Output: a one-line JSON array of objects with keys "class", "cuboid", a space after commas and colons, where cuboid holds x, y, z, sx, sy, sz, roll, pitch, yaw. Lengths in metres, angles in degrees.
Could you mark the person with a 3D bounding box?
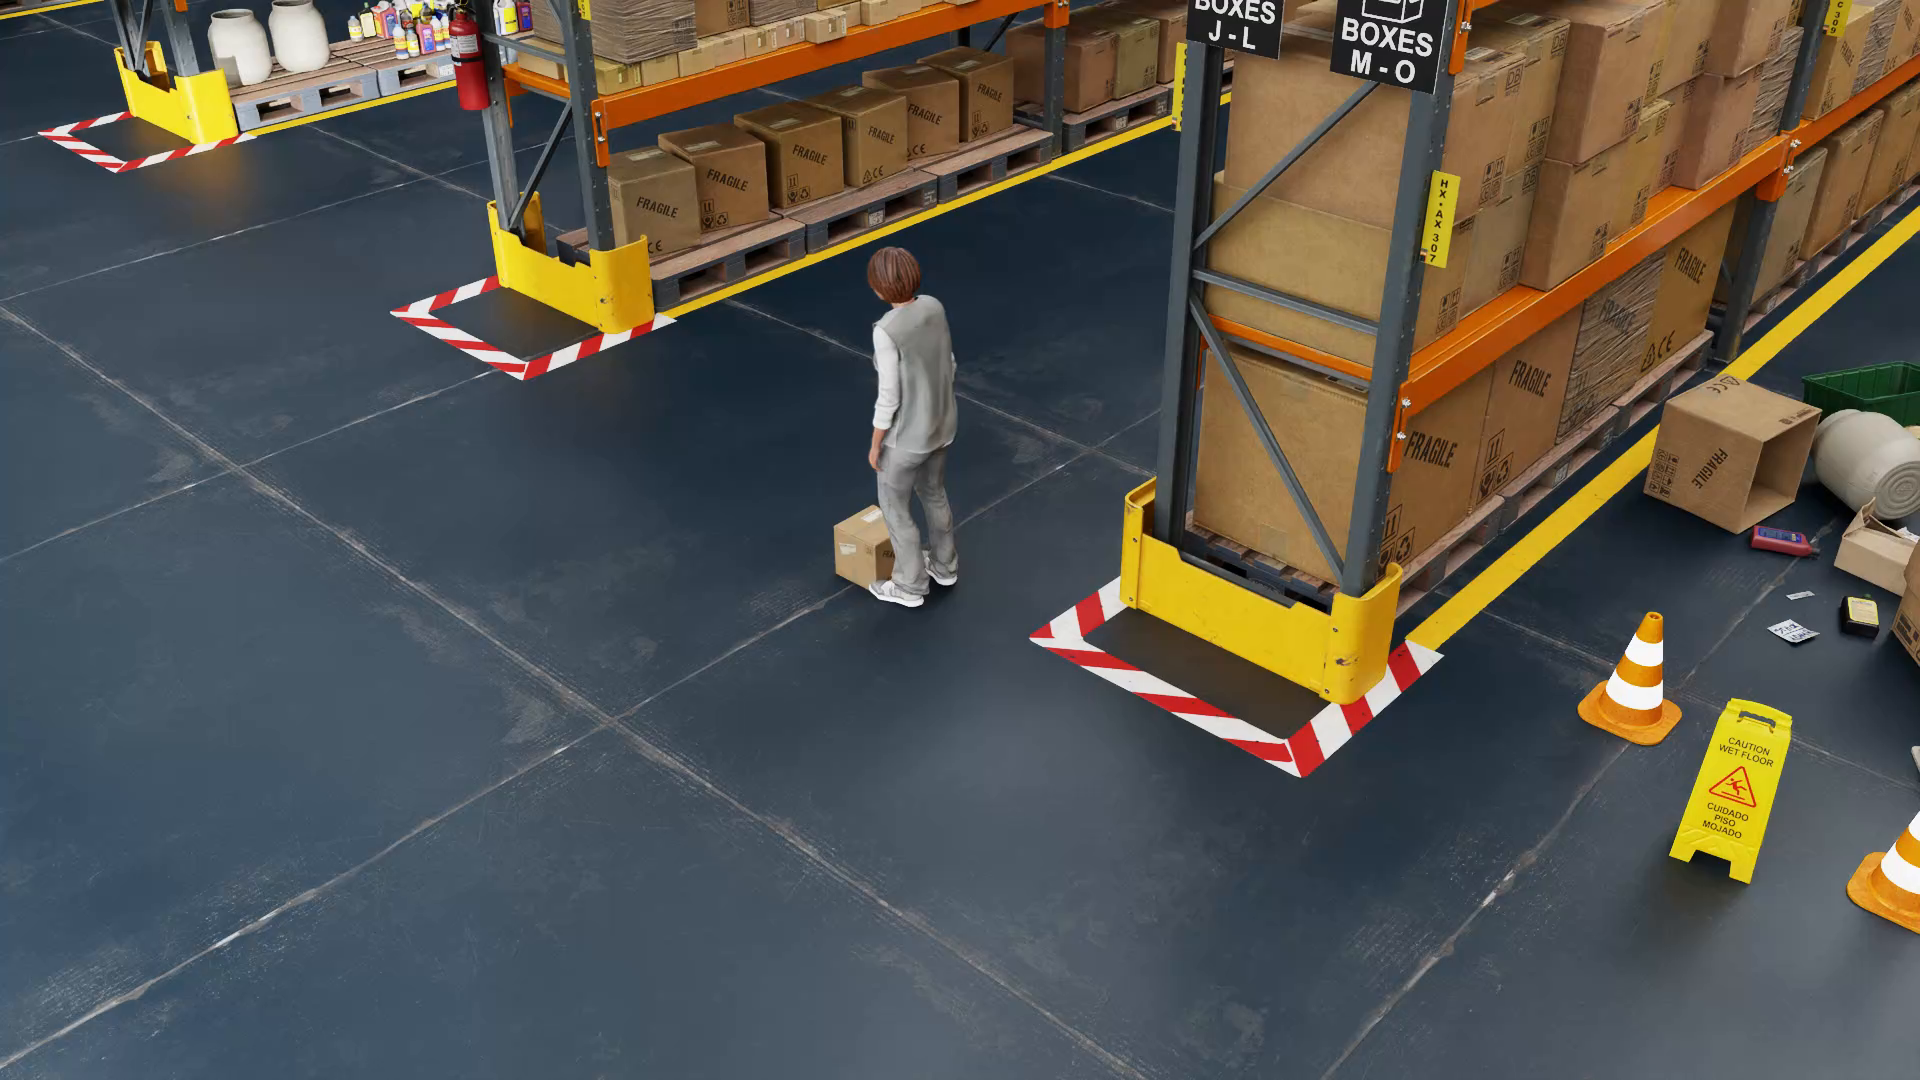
[{"class": "person", "cuboid": [-0.194, -0.448, 6.869, 0.344, 1.593, 0.485, 23, 38, 32]}]
